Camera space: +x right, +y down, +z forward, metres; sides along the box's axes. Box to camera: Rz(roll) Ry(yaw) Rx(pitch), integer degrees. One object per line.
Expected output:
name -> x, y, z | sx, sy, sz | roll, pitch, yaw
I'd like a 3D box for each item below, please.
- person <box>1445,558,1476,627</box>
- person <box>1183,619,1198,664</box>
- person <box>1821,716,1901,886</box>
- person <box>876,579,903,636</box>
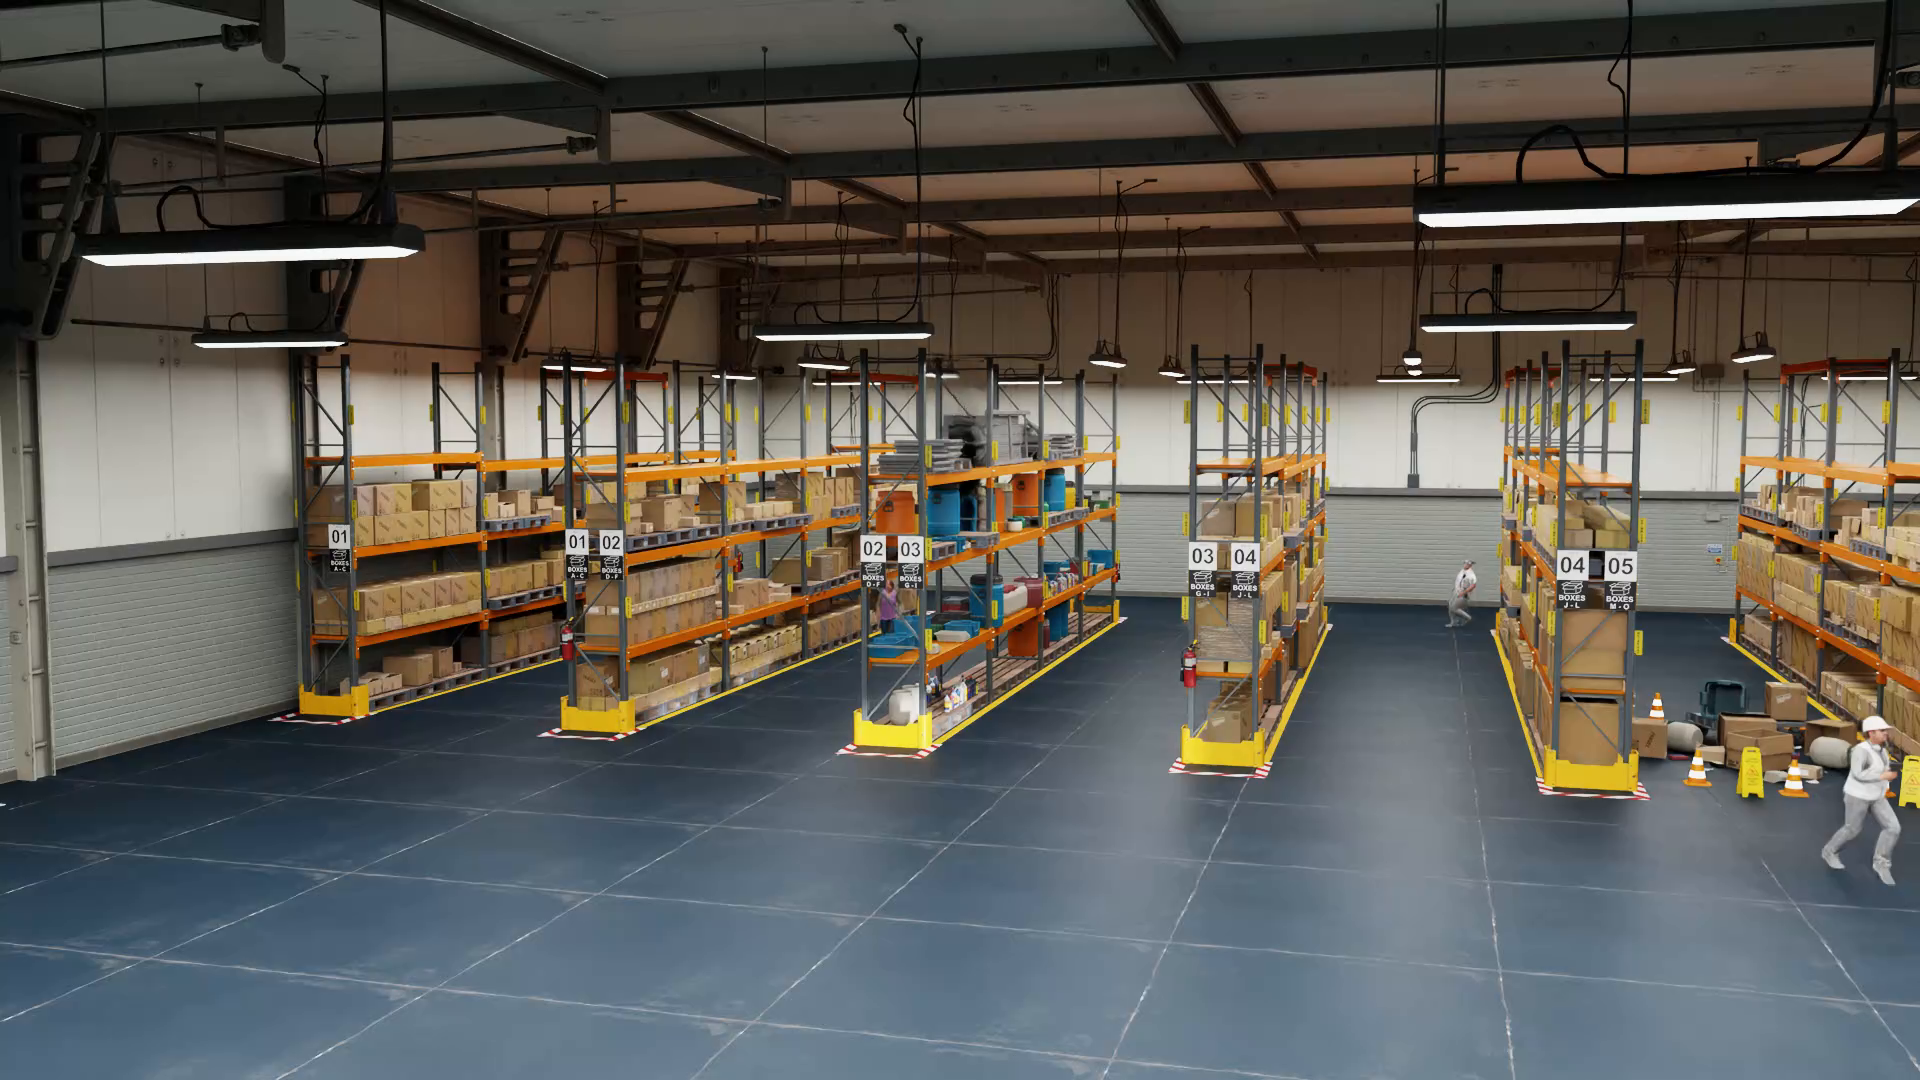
person -> 11.773, 1.244, 39.077 | 0.547, 1.687, 0.752 | 0, 4, 1
person -> 4.685, 1.730, 32.823 | 0.582, 1.660, 0.578 | 1, 4, 9
person -> 9.744, 2.782, 17.955 | 0.678, 1.815, 0.852 | -3, 5, -32
person -> -1.369, 1.534, 32.209 | 0.522, 1.549, 0.522 | 0, 4, 1
